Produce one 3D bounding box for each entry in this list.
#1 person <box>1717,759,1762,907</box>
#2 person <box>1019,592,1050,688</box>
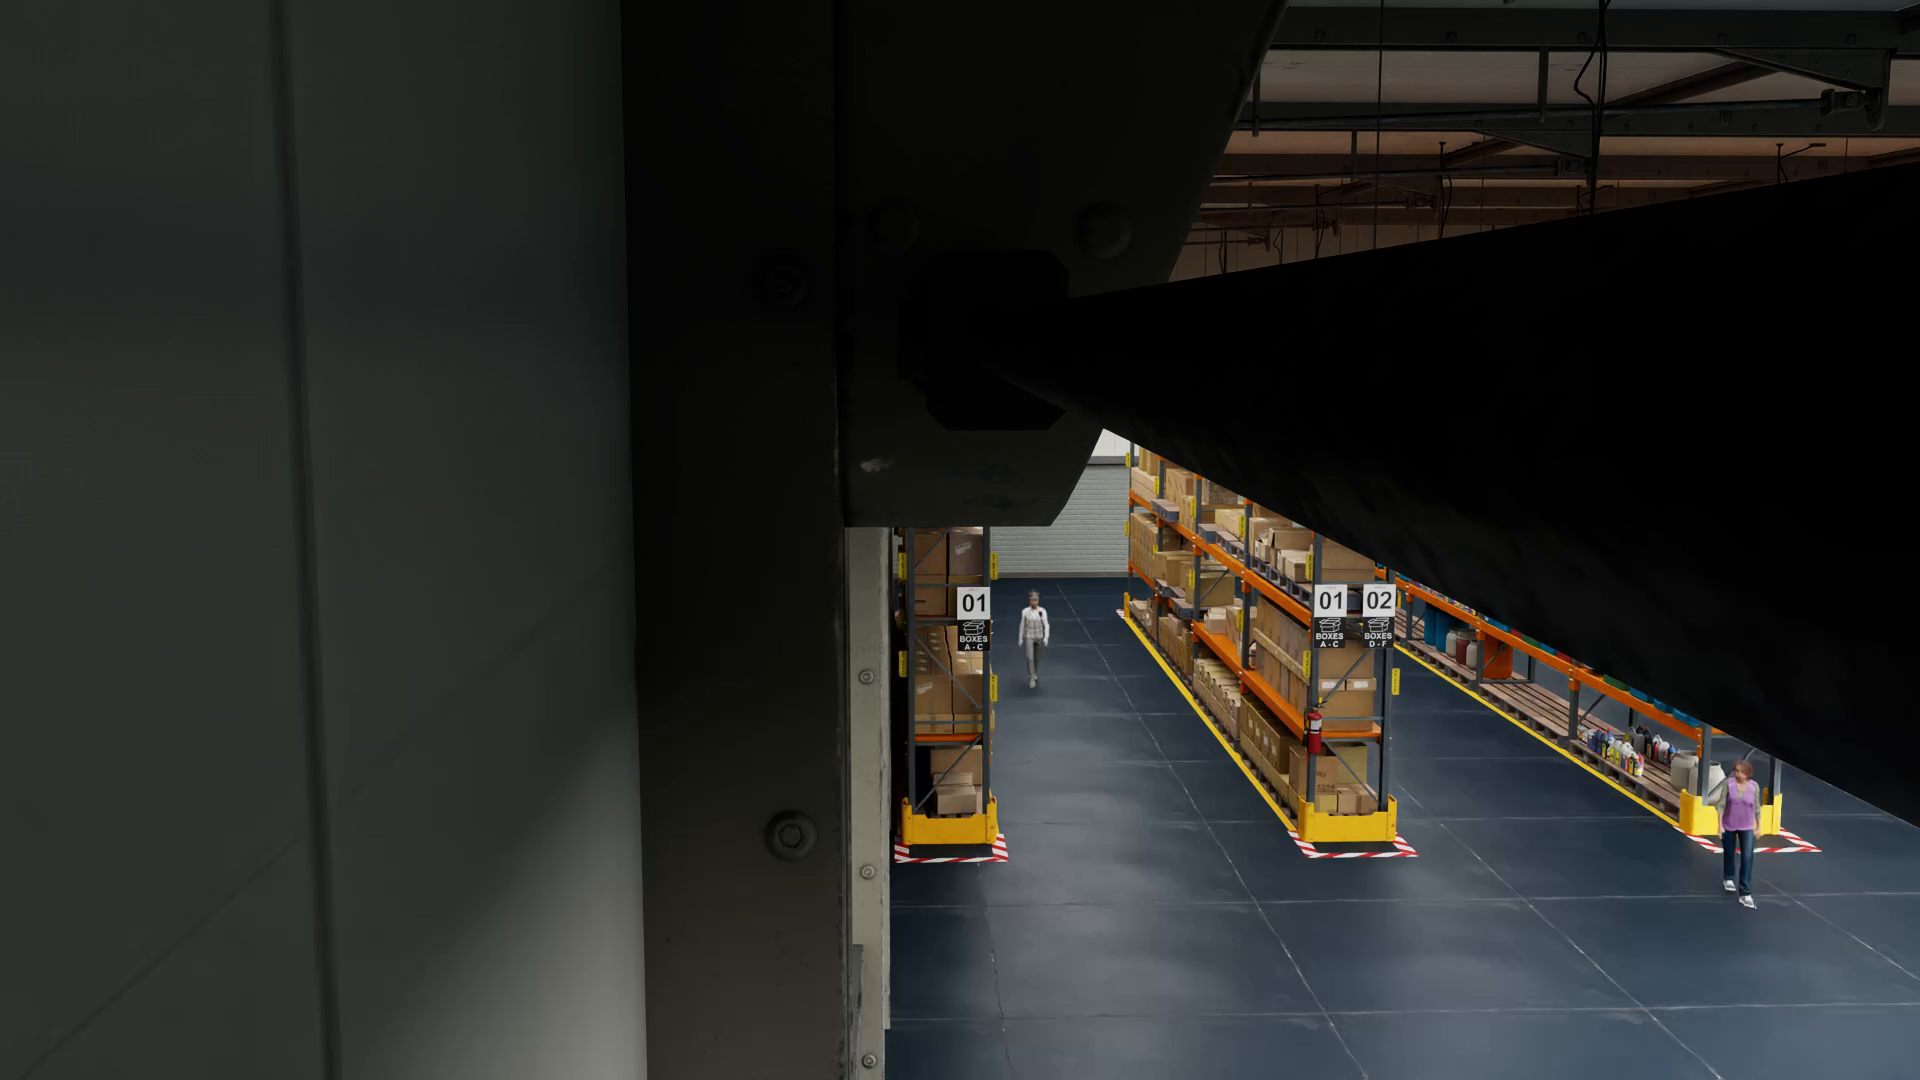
[{"bbox_3d":[8.600,3.201,18.379,0.454,1.556,0.892,4,8,28],"label":"person"},{"bbox_3d":[1.338,1.730,29.430,0.504,1.624,1.022,-1,7,-11],"label":"person"}]
